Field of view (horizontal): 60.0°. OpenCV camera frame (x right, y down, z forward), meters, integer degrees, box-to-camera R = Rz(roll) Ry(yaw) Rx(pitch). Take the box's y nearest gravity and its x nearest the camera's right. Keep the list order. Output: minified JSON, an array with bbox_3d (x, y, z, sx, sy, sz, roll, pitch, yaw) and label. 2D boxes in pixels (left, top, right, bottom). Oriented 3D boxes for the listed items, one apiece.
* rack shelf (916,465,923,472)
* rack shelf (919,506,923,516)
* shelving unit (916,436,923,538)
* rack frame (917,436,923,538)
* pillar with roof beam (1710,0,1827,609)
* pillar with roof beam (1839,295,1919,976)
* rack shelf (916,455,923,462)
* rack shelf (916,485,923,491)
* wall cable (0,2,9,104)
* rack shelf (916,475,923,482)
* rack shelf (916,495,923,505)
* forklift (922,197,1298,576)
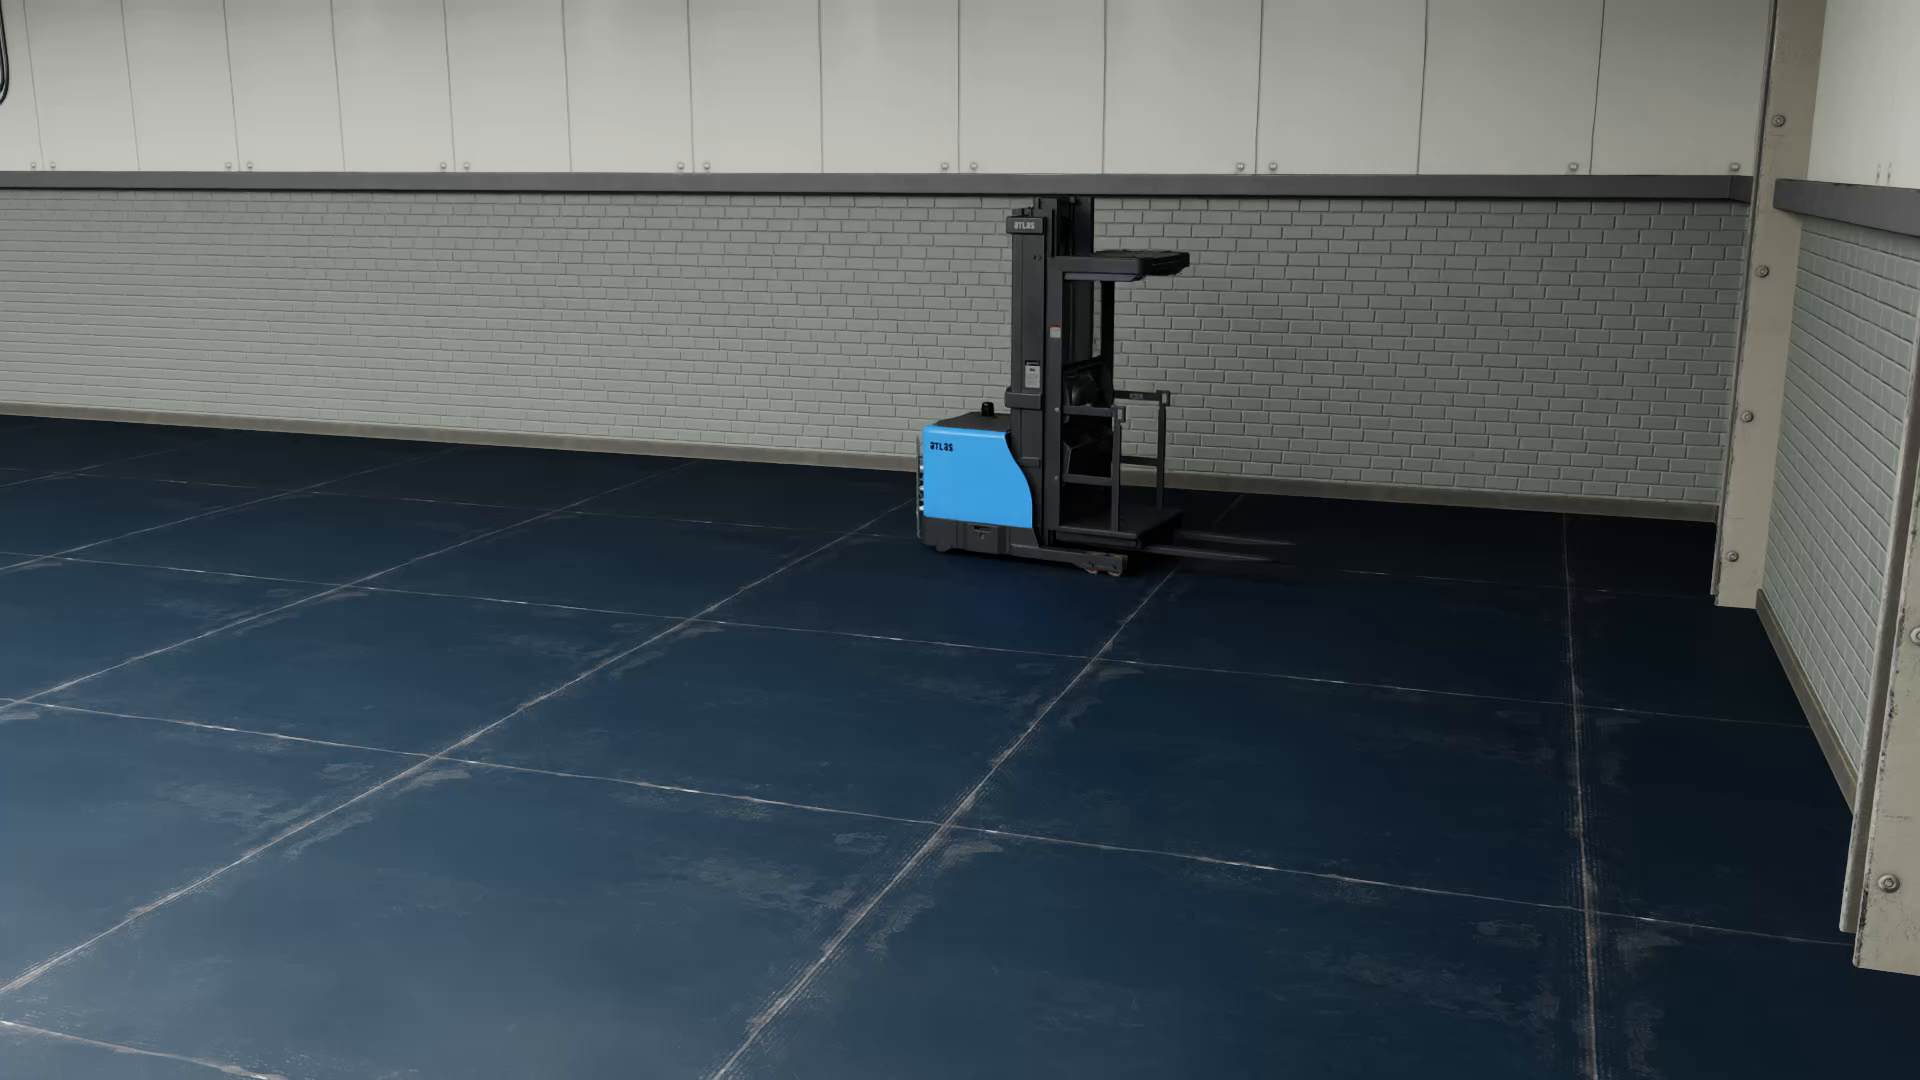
[{"bbox_3d":[-0.221,-0.610,14.477,0.258,0.077,0.200,6,14,25],"label":"rack shelf"},{"bbox_3d":[-0.221,-0.259,14.557,0.258,0.077,0.200,6,14,25],"label":"rack shelf"},{"bbox_3d":[-0.221,-0.467,14.510,0.258,0.900,0.210,6,14,25],"label":"shelving unit"},{"bbox_3d":[-0.266,-0.446,14.421,0.240,0.900,0.006,6,14,25],"label":"rack frame"},{"bbox_3d":[1.748,-4.241,12.846,9.100,9.000,0.400,4,14,18],"label":"pillar with roof beam"},{"bbox_3d":[-0.194,-2.978,7.311,9.100,9.000,0.400,4,14,18],"label":"pillar with roof beam"},{"bbox_3d":[-0.221,-0.697,14.457,0.258,0.077,0.200,6,14,25],"label":"rack shelf"},{"bbox_3d":[-0.221,-0.434,14.517,0.258,0.077,0.200,6,14,25],"label":"rack shelf"},{"bbox_3d":[-12.802,-7.695,20.337,2.305,6.003,0.169,4,14,18],"label":"wall cable"},{"bbox_3d":[-0.221,-0.522,14.497,0.258,0.077,0.200,6,14,25],"label":"rack shelf"},{"bbox_3d":[-0.221,-0.346,14.537,0.258,0.077,0.200,6,14,25],"label":"rack shelf"},{"bbox_3d":[1.224,-1.275,13.488,3.031,2.935,1.130,7,14,27],"label":"forklift"}]
